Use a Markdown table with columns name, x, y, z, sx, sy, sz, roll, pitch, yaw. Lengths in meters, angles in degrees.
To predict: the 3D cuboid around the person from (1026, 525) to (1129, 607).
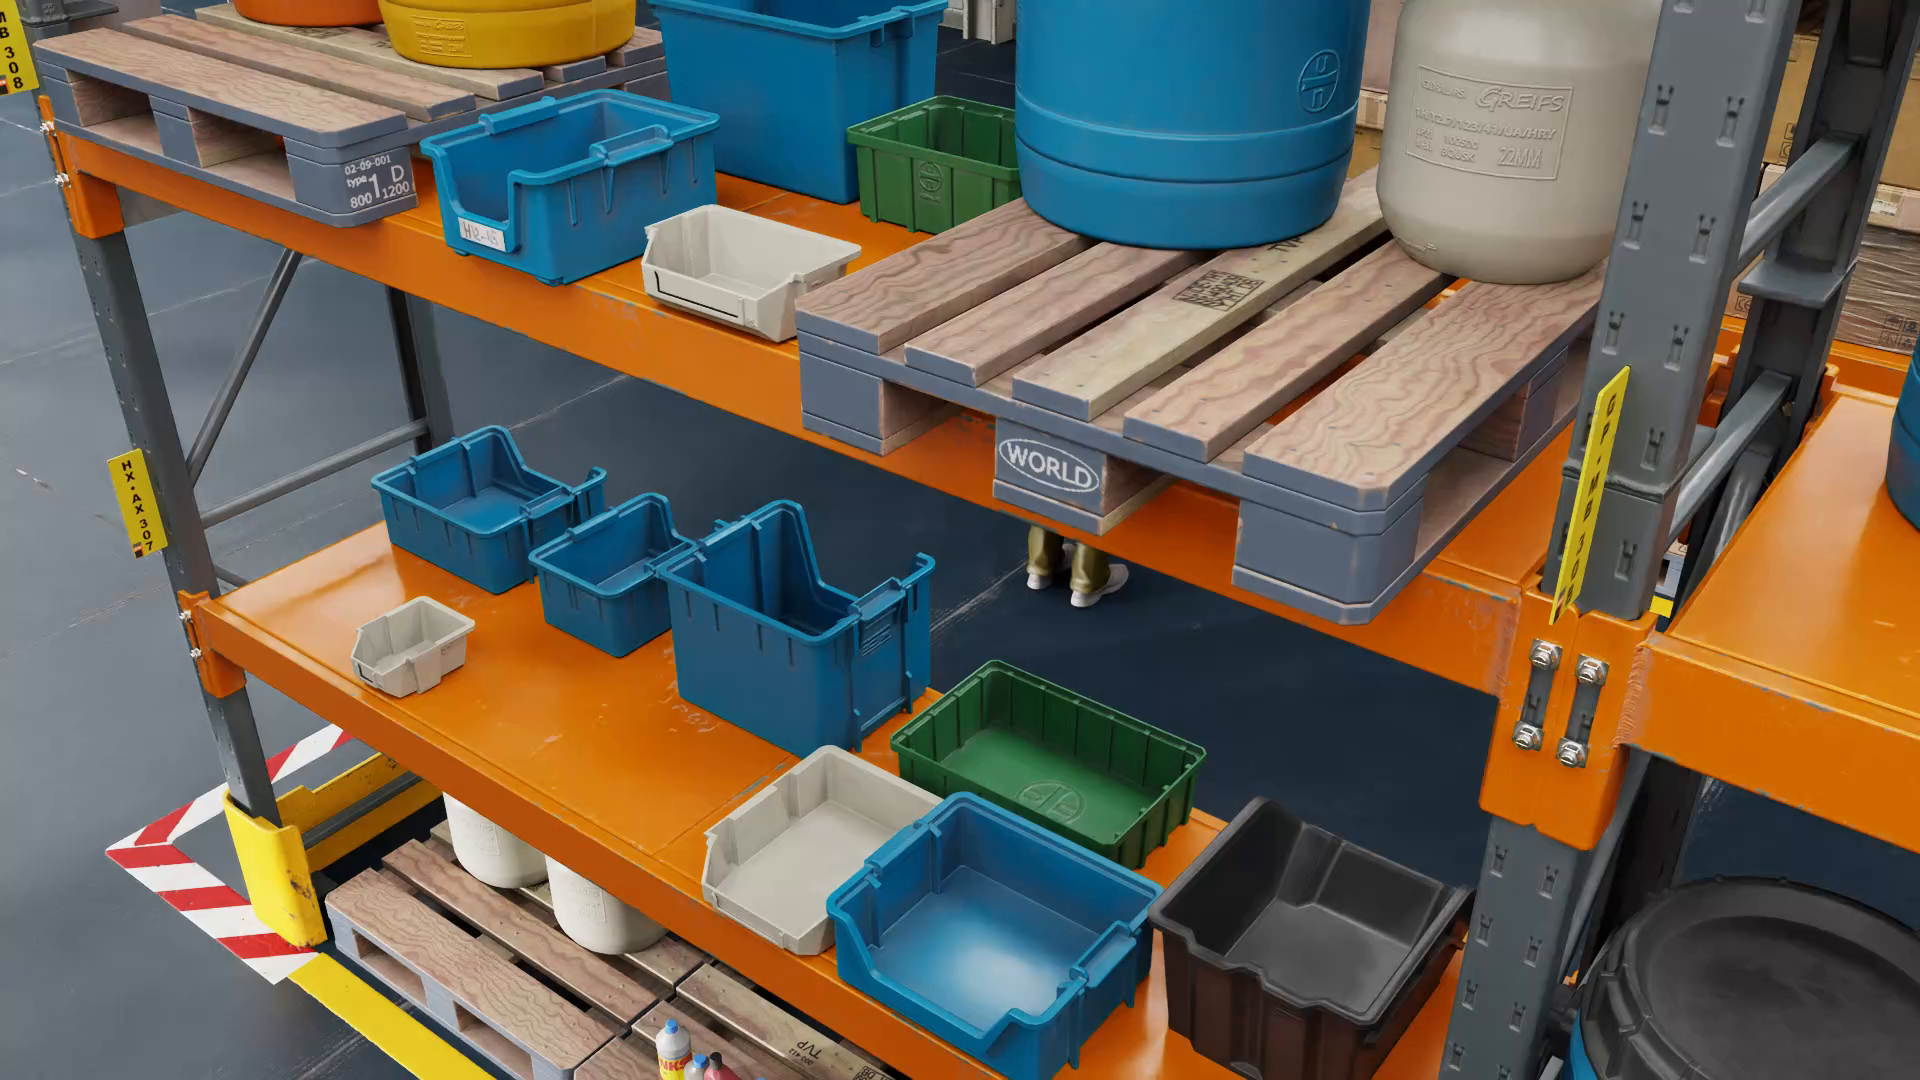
| name | x | y | z | sx | sy | sz | roll | pitch | yaw |
| --- | --- | --- | --- | --- | --- | --- | --- | --- | --- |
| person | 0.547 | -0.596 | 7.163 | 0.530 | 1.769 | 0.554 | 21 | 37 | 31 |
